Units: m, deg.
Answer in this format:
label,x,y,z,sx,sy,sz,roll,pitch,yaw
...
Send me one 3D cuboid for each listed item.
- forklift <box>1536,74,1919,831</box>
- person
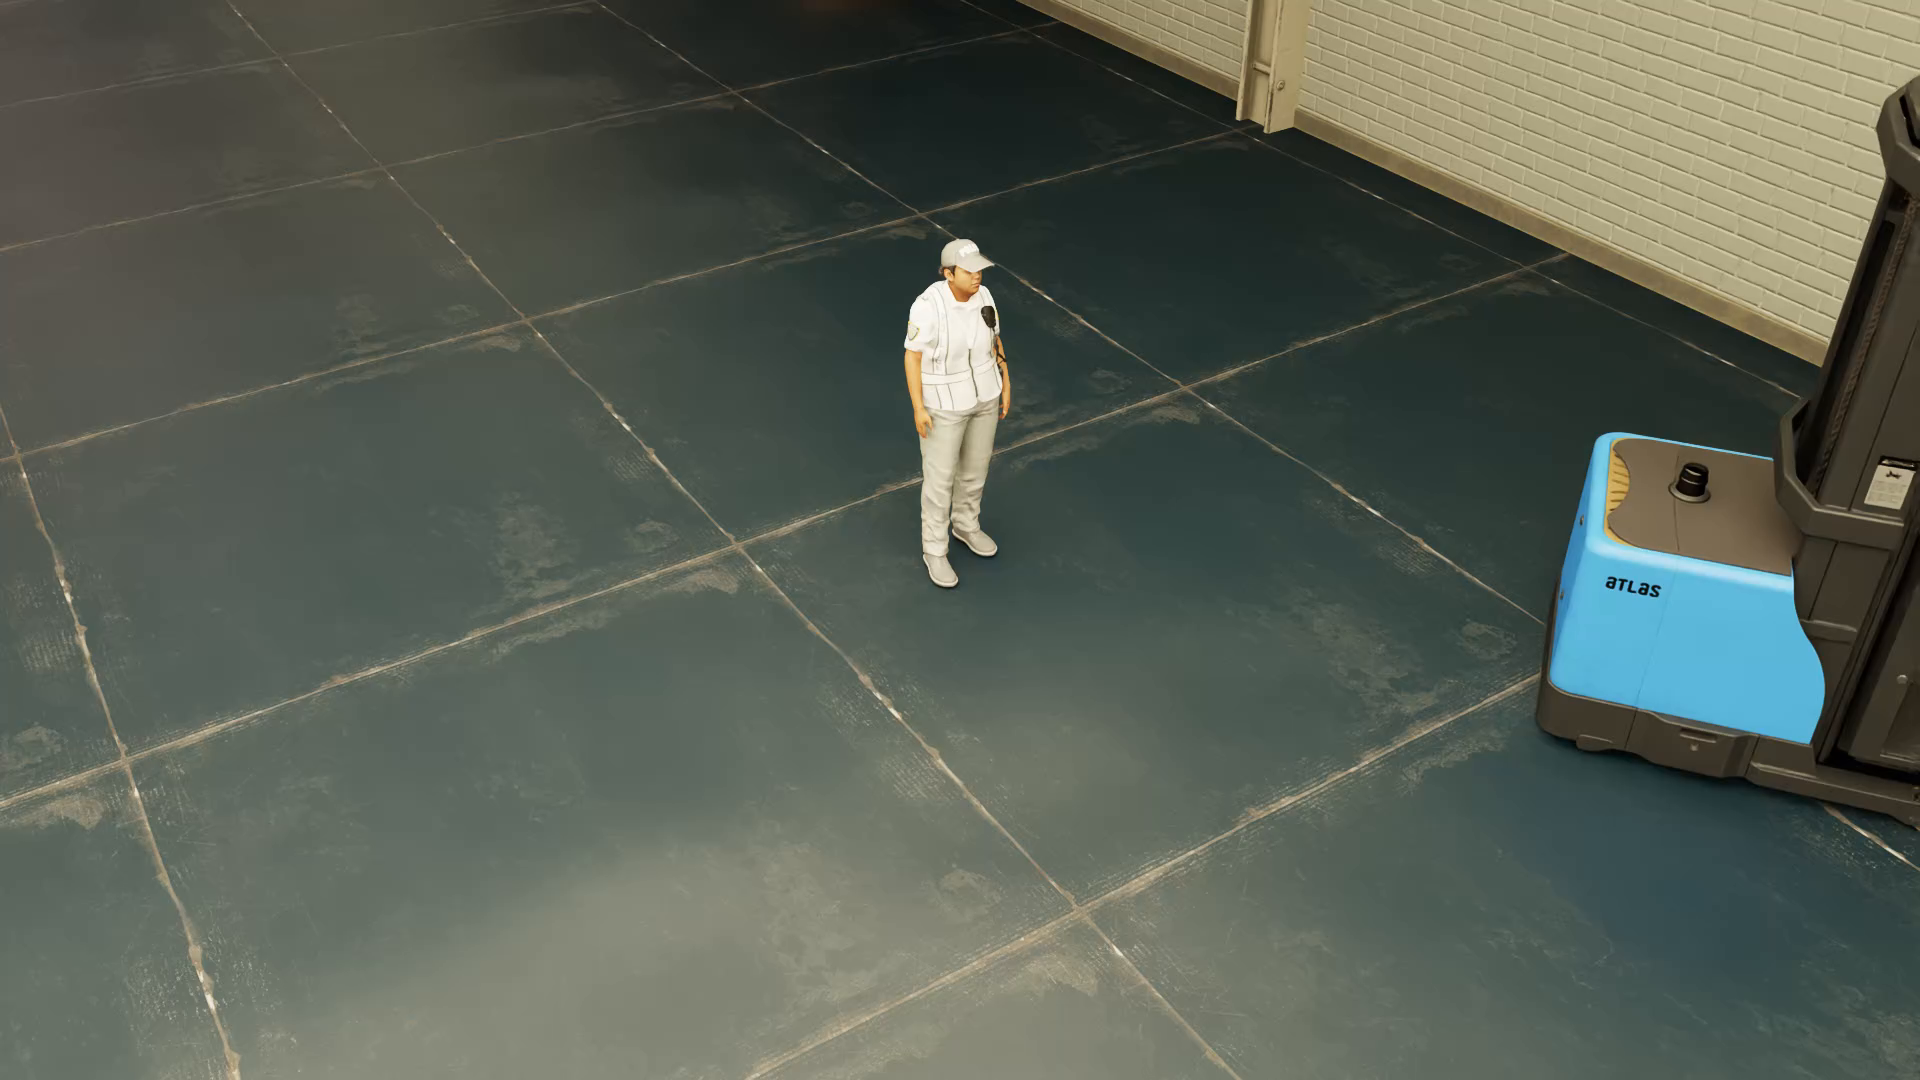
label,x,y,z,sx,sy,sz,roll,pitch,yaw
forklift,4.146,-0.277,6.541,3.031,2.935,1.130,12,37,16
person,0.022,-0.643,8.151,0.598,1.670,0.529,-21,40,-27
